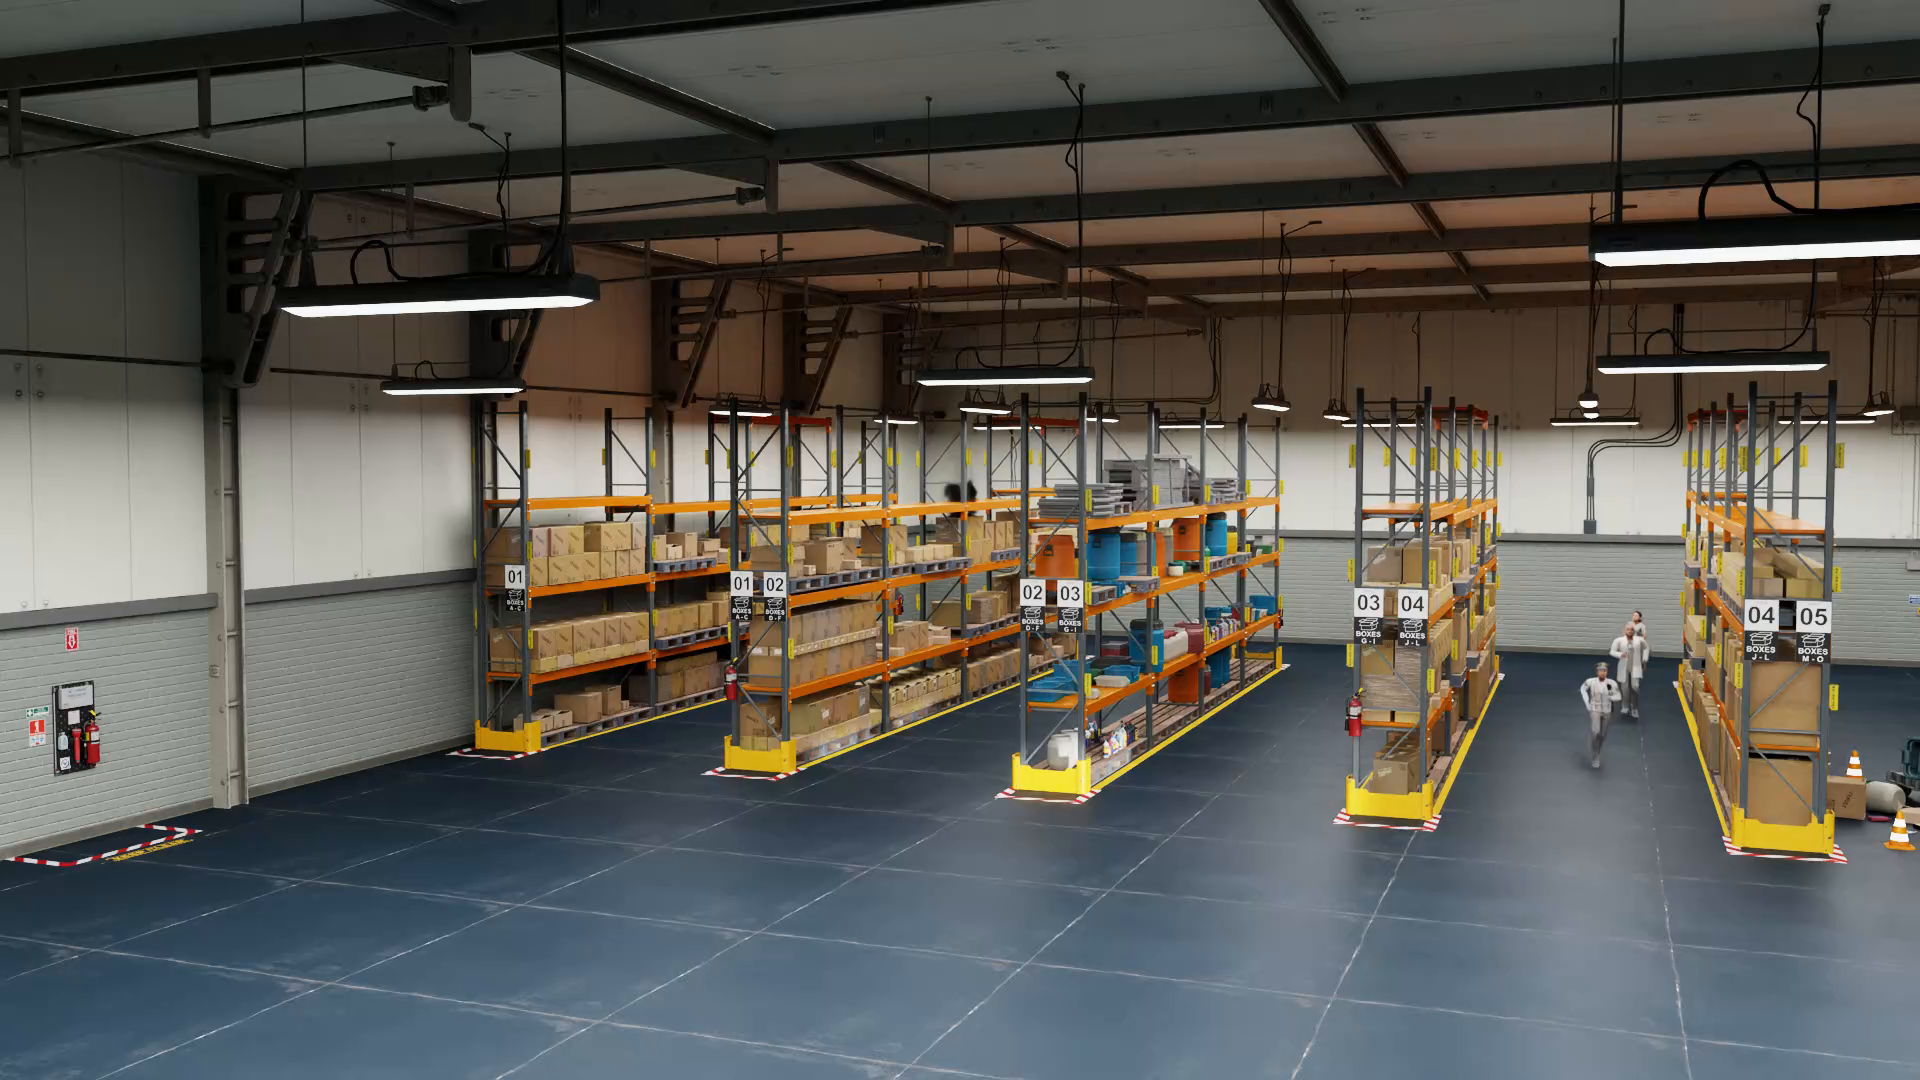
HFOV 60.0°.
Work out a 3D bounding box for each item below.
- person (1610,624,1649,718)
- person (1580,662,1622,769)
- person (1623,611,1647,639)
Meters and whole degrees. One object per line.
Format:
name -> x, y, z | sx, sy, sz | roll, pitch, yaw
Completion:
person -> 12.998, 2.551, 32.305 | 0.699, 1.840, 0.813 | 1, 3, 22
person -> 10.488, 2.850, 27.214 | 0.589, 1.739, 0.796 | 0, 3, 10
person -> 15.019, 2.382, 37.068 | 0.562, 1.606, 0.568 | 2, 4, 39
